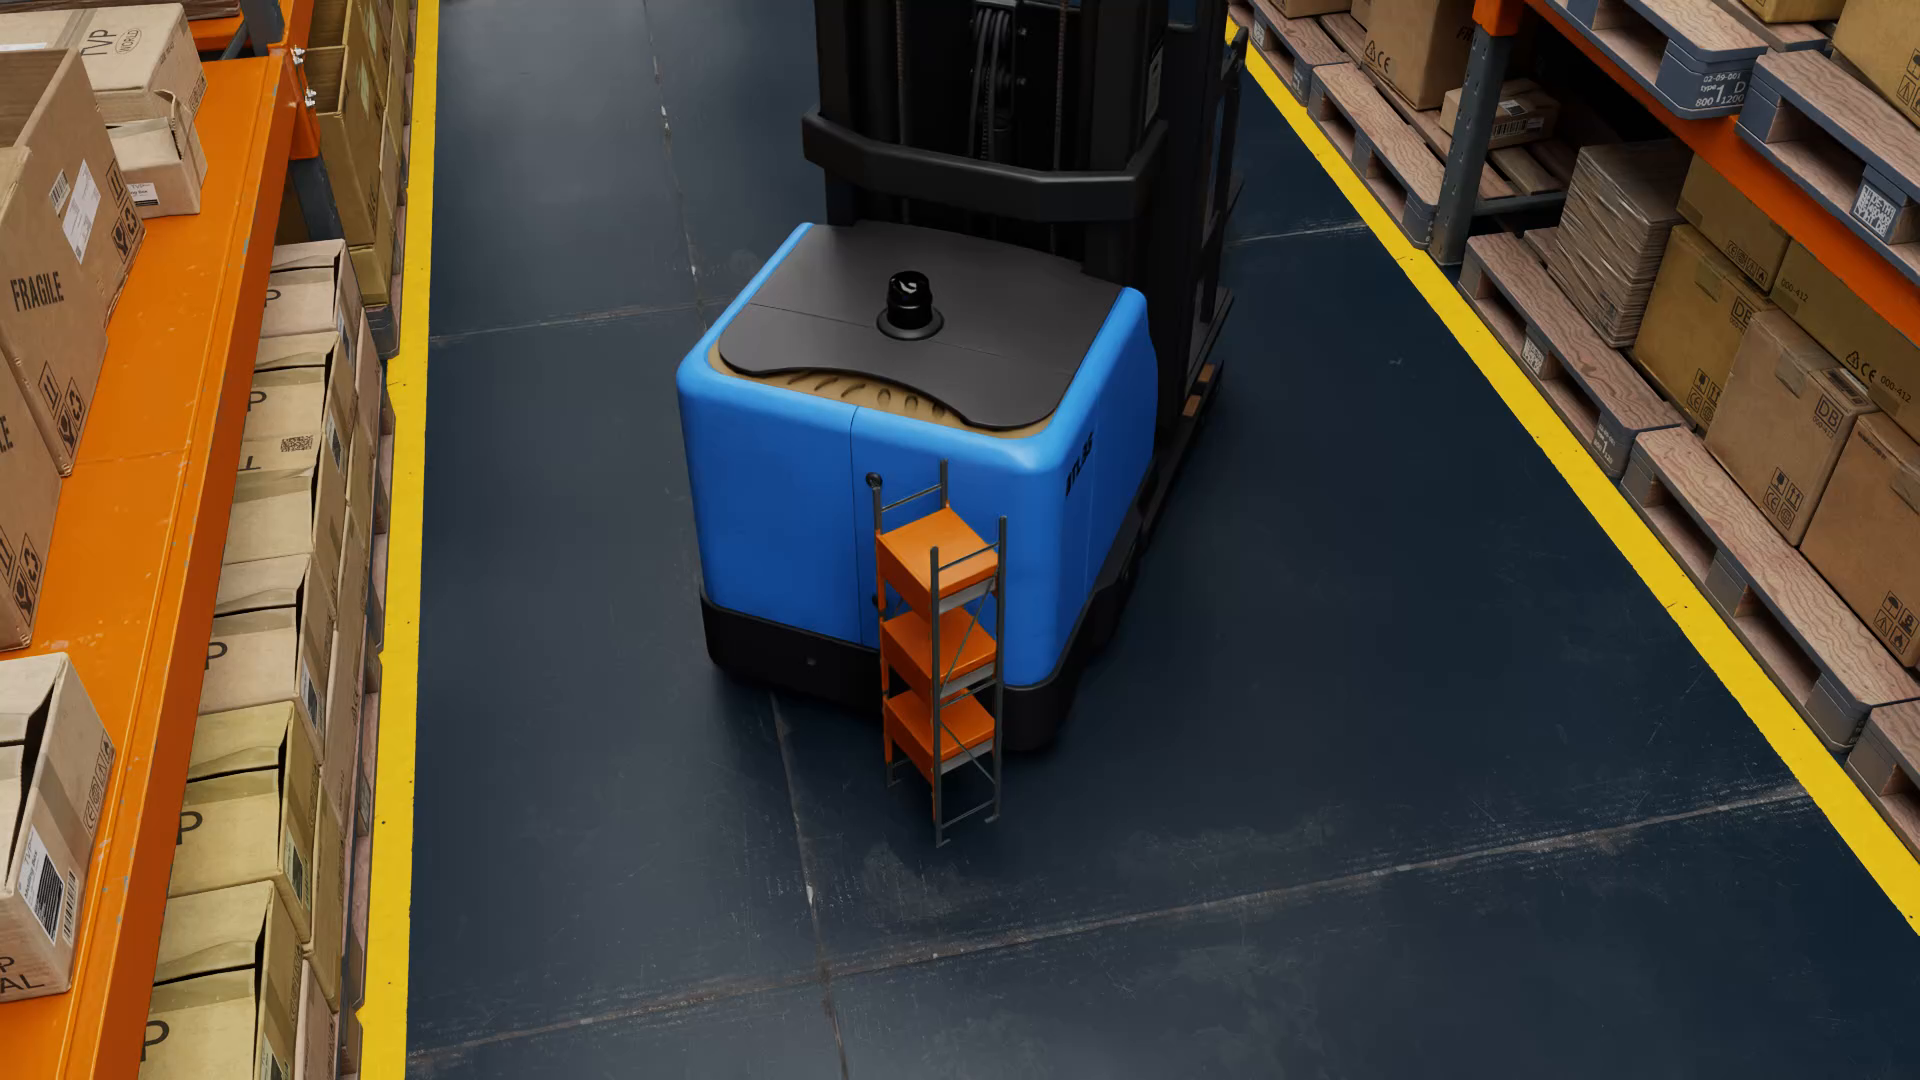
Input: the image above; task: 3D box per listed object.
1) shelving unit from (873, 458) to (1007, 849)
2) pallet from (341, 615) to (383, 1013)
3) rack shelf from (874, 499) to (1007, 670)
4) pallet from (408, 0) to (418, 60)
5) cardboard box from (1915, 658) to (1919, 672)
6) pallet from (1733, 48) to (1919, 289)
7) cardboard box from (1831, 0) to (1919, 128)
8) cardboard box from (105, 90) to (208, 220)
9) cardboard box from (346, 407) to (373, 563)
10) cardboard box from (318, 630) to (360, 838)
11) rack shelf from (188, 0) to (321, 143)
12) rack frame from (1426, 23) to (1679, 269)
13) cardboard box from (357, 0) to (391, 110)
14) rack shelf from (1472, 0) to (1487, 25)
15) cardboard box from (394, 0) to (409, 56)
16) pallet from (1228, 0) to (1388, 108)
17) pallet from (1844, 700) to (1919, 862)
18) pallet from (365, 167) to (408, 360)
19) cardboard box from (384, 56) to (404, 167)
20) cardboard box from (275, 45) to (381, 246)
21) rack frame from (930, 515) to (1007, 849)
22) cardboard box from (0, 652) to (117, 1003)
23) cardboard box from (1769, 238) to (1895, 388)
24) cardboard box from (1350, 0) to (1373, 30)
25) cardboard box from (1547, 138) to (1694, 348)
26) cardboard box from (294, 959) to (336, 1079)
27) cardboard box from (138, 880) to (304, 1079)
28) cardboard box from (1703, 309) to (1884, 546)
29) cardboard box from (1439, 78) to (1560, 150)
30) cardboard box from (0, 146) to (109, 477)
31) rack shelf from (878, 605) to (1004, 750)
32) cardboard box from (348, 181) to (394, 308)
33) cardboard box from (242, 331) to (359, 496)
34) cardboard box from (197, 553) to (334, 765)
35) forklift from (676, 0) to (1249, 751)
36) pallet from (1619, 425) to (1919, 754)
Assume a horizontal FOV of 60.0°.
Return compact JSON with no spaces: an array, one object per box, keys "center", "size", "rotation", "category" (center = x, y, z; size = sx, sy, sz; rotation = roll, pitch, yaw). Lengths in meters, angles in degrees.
[{"center":[-0.047,0.308,4.112],"size":[0.215,1.050,0.252],"rotation":[-24,47,-24],"category":"shelving unit"},{"center":[-2.041,0.736,4.262],"size":[1.003,0.211,1.213],"rotation":[-8,42,-9],"category":"pallet"},{"center":[-0.047,0.104,3.931],"size":[0.215,0.259,0.240],"rotation":[-24,47,-24],"category":"rack shelf"},{"center":[-3.162,-2.632,8.056],"size":[1.003,0.211,1.213],"rotation":[-8,42,-9],"category":"pallet"},{"center":[2.991,0.269,4.238],"size":[0.700,0.500,0.500],"rotation":[-8,42,-9],"category":"cardboard box"},{"center":[2.728,-0.897,4.145],"size":[1.003,0.211,1.213],"rotation":[-8,42,-9],"category":"pallet"},{"center":[2.694,-1.365,4.122],"size":[0.700,0.500,0.500],"rotation":[-3,42,-3],"category":"cardboard box"},{"center":[-2.136,-0.978,4.193],"size":[0.396,0.266,0.258],"rotation":[-9,42,-10],"category":"cardboard box"},{"center":[-2.025,-0.145,4.909],"size":[0.500,0.250,0.500],"rotation":[-9,42,-10],"category":"cardboard box"},{"center":[-1.805,0.517,4.163],"size":[0.500,0.250,0.500],"rotation":[-8,42,-8],"category":"cardboard box"},{"center":[-2.936,-2.599,6.460],"size":[1.077,0.370,4.000],"rotation":[-8,42,-9],"category":"rack shelf"},{"center":[2.332,-2.284,5.563],"size":[1.000,3.000,0.127],"rotation":[-8,42,-9],"category":"rack frame"},{"center":[-2.515,-1.974,6.405],"size":[0.500,0.500,0.500],"rotation":[-8,42,-9],"category":"cardboard box"},{"center":[1.900,-3.311,7.263],"size":[1.077,0.370,4.000],"rotation":[-8,42,-9],"category":"rack shelf"},{"center":[-2.734,-2.342,7.383],"size":[0.500,0.250,0.500],"rotation":[-8,42,-9],"category":"cardboard box"},{"center":[1.885,-2.464,7.866],"size":[1.003,0.211,1.213],"rotation":[-8,42,-9],"category":"pallet"},{"center":[3.028,0.845,4.139],"size":[1.003,0.211,1.213],"rotation":[-8,42,-9],"category":"pallet"},{"center":[-2.635,-1.050,6.274],"size":[1.003,0.211,1.213],"rotation":[-8,42,-9],"category":"pallet"},{"center":[-2.514,-1.694,6.654],"size":[0.500,0.250,0.500],"rotation":[-8,42,-9],"category":"cardboard box"},{"center":[-2.299,-1.326,5.675],"size":[0.500,0.500,0.500],"rotation":[-8,42,-9],"category":"cardboard box"},{"center":[0.020,0.375,4.036],"size":[0.200,1.050,0.008],"rotation":[-24,47,-24],"category":"rack frame"},{"center":[-1.645,0.447,2.554],"size":[0.500,0.311,0.500],"rotation":[-9,42,-10],"category":"cardboard box"},{"center":[2.721,-0.698,4.763],"size":[0.500,0.250,0.500],"rotation":[-9,42,-11],"category":"cardboard box"},{"center":[2.006,-2.422,7.535],"size":[0.380,0.149,0.250],"rotation":[-12,43,-13],"category":"cardboard box"},{"center":[2.507,-1.039,5.712],"size":[0.700,0.500,0.500],"rotation":[-7,42,-8],"category":"cardboard box"},{"center":[-1.577,1.185,3.410],"size":[0.500,0.250,0.500],"rotation":[-9,42,-10],"category":"cardboard box"},{"center":[-1.589,0.962,3.239],"size":[0.500,0.311,0.500],"rotation":[-9,42,-10],"category":"cardboard box"},{"center":[2.738,-0.375,4.964],"size":[0.700,0.500,0.500],"rotation":[-8,42,-9],"category":"cardboard box"},{"center":[2.187,-1.731,6.744],"size":[0.380,0.166,0.250],"rotation":[-14,43,-15],"category":"cardboard box"},{"center":[-2.133,-0.443,3.414],"size":[0.500,0.500,0.500],"rotation":[-8,42,-9],"category":"cardboard box"},{"center":[-0.047,0.316,4.119],"size":[0.215,0.259,0.240],"rotation":[-24,47,-24],"category":"rack shelf"},{"center":[-2.309,-1.044,5.922],"size":[0.500,0.250,0.500],"rotation":[-8,42,-9],"category":"cardboard box"},{"center":[-2.019,-0.352,4.720],"size":[0.500,0.311,0.500],"rotation":[-7,42,-8],"category":"cardboard box"},{"center":[-1.809,0.298,3.987],"size":[0.500,0.311,0.500],"rotation":[-9,42,-10],"category":"cardboard box"},{"center":[0.267,-1.514,4.748],"size":[1.130,2.935,3.031],"rotation":[14,43,15],"category":"forklift"},{"center":[2.768,0.056,5.028],"size":[1.003,0.211,1.213],"rotation":[-8,42,-9],"category":"pallet"}]
